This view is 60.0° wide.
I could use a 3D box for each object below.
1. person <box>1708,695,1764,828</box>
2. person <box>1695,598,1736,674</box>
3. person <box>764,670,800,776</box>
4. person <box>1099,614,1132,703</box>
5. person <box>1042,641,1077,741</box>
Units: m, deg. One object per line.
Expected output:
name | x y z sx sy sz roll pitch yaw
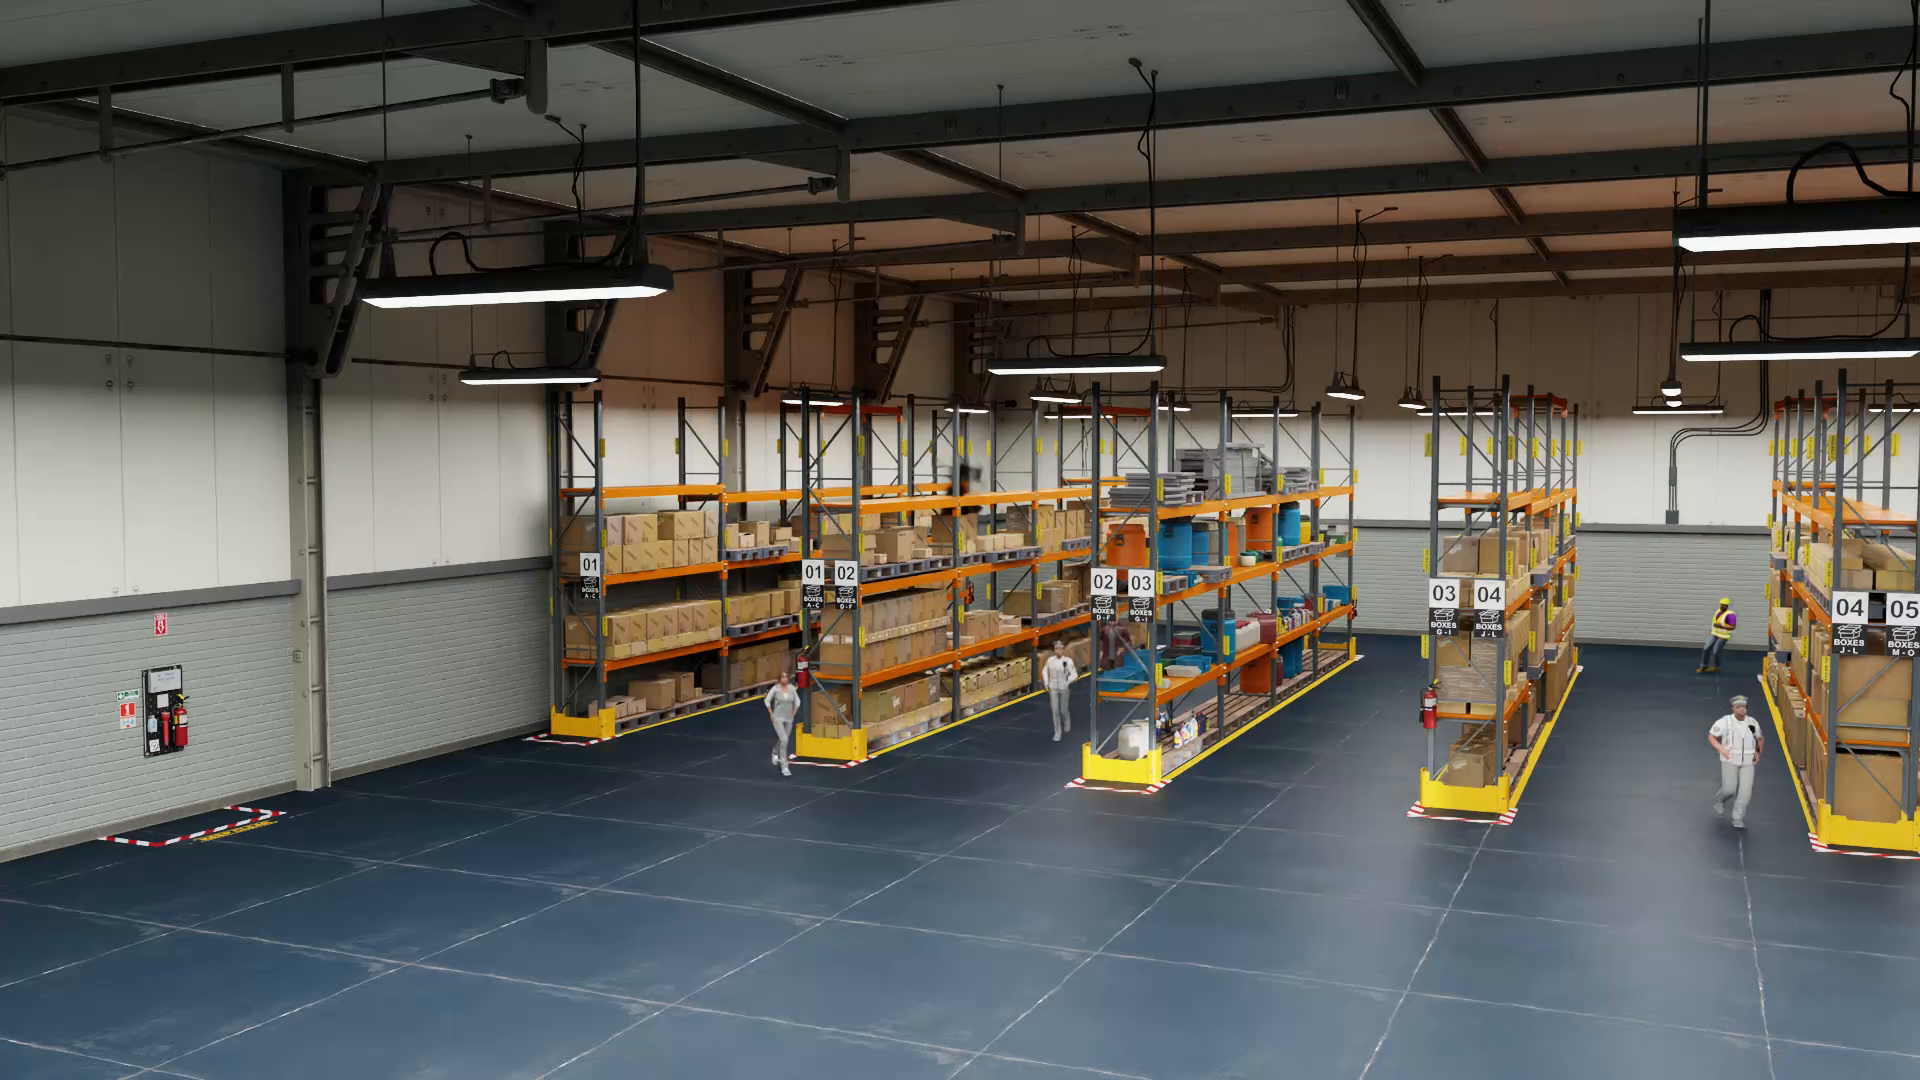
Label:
person | 10.312 2.915 22.066 0.703 1.738 0.593 0 3 6
person | 16.778 2.130 36.742 0.579 1.740 0.854 -1 3 -25
person | -2.724 2.778 25.587 0.534 1.586 0.813 -2 4 -26
person | 2.979 2.306 32.296 0.717 1.747 0.644 1 3 16
person | 1.701 2.557 28.519 0.625 1.681 0.720 1 3 13
